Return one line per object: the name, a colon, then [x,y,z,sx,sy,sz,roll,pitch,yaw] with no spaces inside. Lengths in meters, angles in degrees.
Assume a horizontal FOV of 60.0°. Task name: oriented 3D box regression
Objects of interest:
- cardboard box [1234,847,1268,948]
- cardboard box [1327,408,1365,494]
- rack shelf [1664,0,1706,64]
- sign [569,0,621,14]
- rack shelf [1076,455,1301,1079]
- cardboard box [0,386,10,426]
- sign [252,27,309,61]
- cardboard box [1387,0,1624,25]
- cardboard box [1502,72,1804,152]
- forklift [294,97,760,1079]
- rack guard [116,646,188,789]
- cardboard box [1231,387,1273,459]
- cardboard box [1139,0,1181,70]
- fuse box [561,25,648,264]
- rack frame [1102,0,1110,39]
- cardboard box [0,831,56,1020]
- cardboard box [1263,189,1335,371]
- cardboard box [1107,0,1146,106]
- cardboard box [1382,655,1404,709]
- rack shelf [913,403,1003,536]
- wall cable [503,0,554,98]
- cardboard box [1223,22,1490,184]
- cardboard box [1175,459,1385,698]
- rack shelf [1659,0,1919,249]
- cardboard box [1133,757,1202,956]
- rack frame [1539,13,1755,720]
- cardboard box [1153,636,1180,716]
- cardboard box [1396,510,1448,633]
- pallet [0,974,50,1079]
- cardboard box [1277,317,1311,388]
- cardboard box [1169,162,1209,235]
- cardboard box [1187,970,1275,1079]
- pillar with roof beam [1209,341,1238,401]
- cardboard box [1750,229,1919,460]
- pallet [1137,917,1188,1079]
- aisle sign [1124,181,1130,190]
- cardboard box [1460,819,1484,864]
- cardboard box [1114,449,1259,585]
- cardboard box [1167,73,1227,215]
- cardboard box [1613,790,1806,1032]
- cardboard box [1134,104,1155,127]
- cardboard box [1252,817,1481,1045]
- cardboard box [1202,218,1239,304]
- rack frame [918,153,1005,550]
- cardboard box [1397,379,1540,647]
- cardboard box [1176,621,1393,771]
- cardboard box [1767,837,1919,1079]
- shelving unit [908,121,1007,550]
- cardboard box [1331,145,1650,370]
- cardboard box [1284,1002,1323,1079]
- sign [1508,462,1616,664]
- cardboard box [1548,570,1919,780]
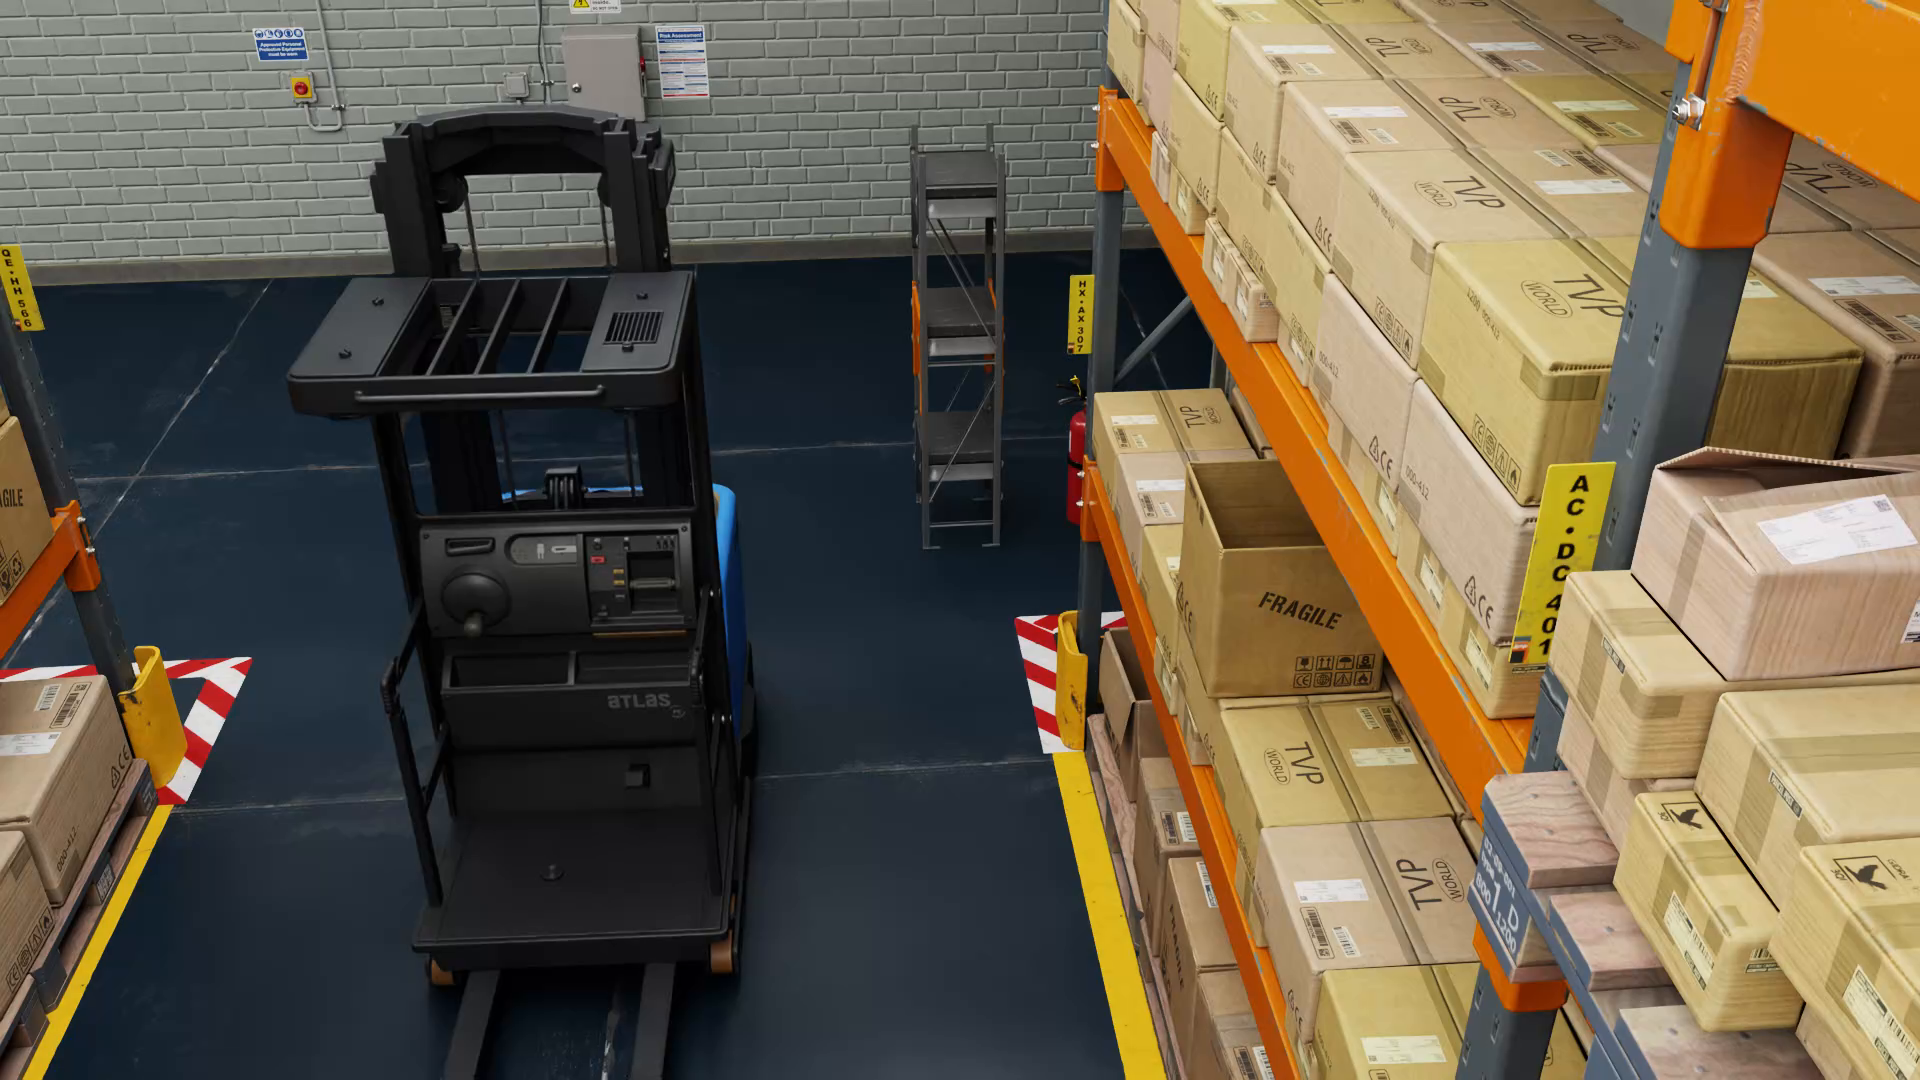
cardboard box: [0.961,0.946,4.486,0.380,0.149,0.250,-3,31,-5]
cardboard box: [1.003,-0.221,3.515,0.380,0.149,0.250,-3,31,-5]
rack shelf: [1.199,-1.770,3.642,1.077,0.370,4.000,-3,31,-5]
sign: [-2.449,-3.647,11.126,0.339,0.242,0.001,-3,31,-5]
rack shelf: [1.199,0.804,5.180,1.077,0.370,4.000,-3,31,-5]
cardboard box: [-3.648,-0.523,5.629,0.500,0.500,0.500,-2,31,-3]
sign: [-4.534,-3.309,11.101,0.327,0.218,0.001,-3,31,-5]
cardboard box: [1.438,-1.350,4.528,0.500,0.250,0.500,-2,31,-4]
cardboard box: [1.511,-0.839,3.672,0.500,0.250,0.500,-3,31,-5]
forklift: [-1.382,0.143,5.653,1.130,2.935,3.031,-2,31,-3]
rack guard: [-3.932,0.775,6.965,1.175,0.500,0.348,-3,31,-5]
cardboard box: [1.319,-0.367,6.295,0.500,0.250,0.500,-2,31,-3]
cardboard box: [0.832,-1.592,4.934,0.500,0.250,0.500,-3,31,-5]
fuse box: [-2.375,-2.637,11.496,0.539,1.711,0.414,-3,31,-5]
rack frame: [1.012,-3.101,5.167,1.000,3.000,0.127,-3,31,-5]
cardboard box: [-3.675,1.433,5.515,0.875,0.438,0.875,-2,31,-3]
cardboard box: [0.996,-0.596,3.753,0.500,0.250,0.500,-2,31,-4]
cardboard box: [0.781,-1.637,5.497,0.500,0.250,0.500,-3,31,-5]
cardboard box: [1.456,0.416,4.984,0.500,0.250,0.500,-3,31,-5]
rack shelf: [-0.015,-0.373,8.719,0.431,0.518,0.480,-3,31,-5]
wall cable: [-3.069,-3.674,10.985,0.588,1.984,0.122,-3,31,-5]
cardboard box: [0.950,-1.077,4.071,0.500,0.250,0.500,-2,31,-3]
cardboard box: [0.926,0.099,4.783,0.500,0.500,0.500,-2,31,-3]
rack shelf: [1.572,0.443,0.325,1.077,0.370,4.000,-3,31,-5]
cardboard box: [1.016,1.122,5.974,0.700,0.500,0.500,-2,31,-3]
rack frame: [1.385,-1.059,1.748,1.000,3.000,0.127,-3,31,-5]
cardboard box: [0.840,0.423,5.361,0.380,0.149,0.250,-4,31,-6]
cardboard box: [1.038,0.042,3.074,0.380,0.149,0.250,-3,31,-5]
pallet: [-3.666,1.937,5.301,1.003,0.211,1.213,-3,31,-5]
cardboard box: [0.978,-0.487,3.961,0.380,0.149,0.250,-2,31,-4]
cardboard box: [0.820,-1.002,4.822,0.380,0.149,0.250,-3,31,-5]
cardboard box: [1.113,1.652,5.087,0.700,0.500,0.500,-4,31,-6]
pillar with roof beam: [-2.629,-4.315,7.198,9.100,9.000,0.400,-3,31,-5]
cardboard box: [1.622,-0.316,2.797,0.500,0.250,0.500,-3,31,-5]
pallet: [1.205,1.739,5.633,1.003,0.211,1.213,-3,31,-5]
aisle sign: [0.713,-1.662,6.073,0.394,0.787,0.004,-3,31,-5]
cardboard box: [1.554,0.932,4.121,0.500,0.250,0.500,-3,31,-5]
cardboard box: [0.833,-0.087,5.827,0.500,0.250,0.500,-2,31,-4]
cardboard box: [0.884,-1.117,4.625,0.500,0.250,0.500,-4,31,-6]
cardboard box: [1.007,0.419,1.937,0.380,0.149,0.250,-2,31,-4]
cardboard box: [0.810,-1.532,5.709,0.380,0.149,0.250,-2,31,-4]
cardboard box: [1.033,0.950,4.091,0.500,0.250,0.500,-3,31,-4]
cardboard box: [0.857,-0.744,4.391,0.380,0.149,0.250,-3,31,-4]
rack frame: [0.007,-0.861,8.144,0.400,2.100,0.015,-3,31,-5]
cardboard box: [1.091,-0.069,2.871,0.500,0.250,0.500,-3,31,-4]
cardboard box: [0.953,0.432,4.958,0.500,0.250,0.500,-4,31,-6]
cardboard box: [1.054,0.424,1.639,0.380,0.149,0.250,-3,31,-6]
shelving unit: [-0.016,-0.986,8.353,0.431,2.100,0.503,-3,31,-5]
cardboard box: [1.043,-0.554,3.196,0.500,0.250,0.500,-3,31,-5]
cardboard box: [1.010,1.210,4.044,0.380,0.149,0.250,-2,31,-3]
sign: [0.846,0.037,2.334,0.100,0.325,0.005,-3,31,-5]
cardboard box: [0.977,0.159,2.081,0.380,0.149,0.250,-2,31,-3]
